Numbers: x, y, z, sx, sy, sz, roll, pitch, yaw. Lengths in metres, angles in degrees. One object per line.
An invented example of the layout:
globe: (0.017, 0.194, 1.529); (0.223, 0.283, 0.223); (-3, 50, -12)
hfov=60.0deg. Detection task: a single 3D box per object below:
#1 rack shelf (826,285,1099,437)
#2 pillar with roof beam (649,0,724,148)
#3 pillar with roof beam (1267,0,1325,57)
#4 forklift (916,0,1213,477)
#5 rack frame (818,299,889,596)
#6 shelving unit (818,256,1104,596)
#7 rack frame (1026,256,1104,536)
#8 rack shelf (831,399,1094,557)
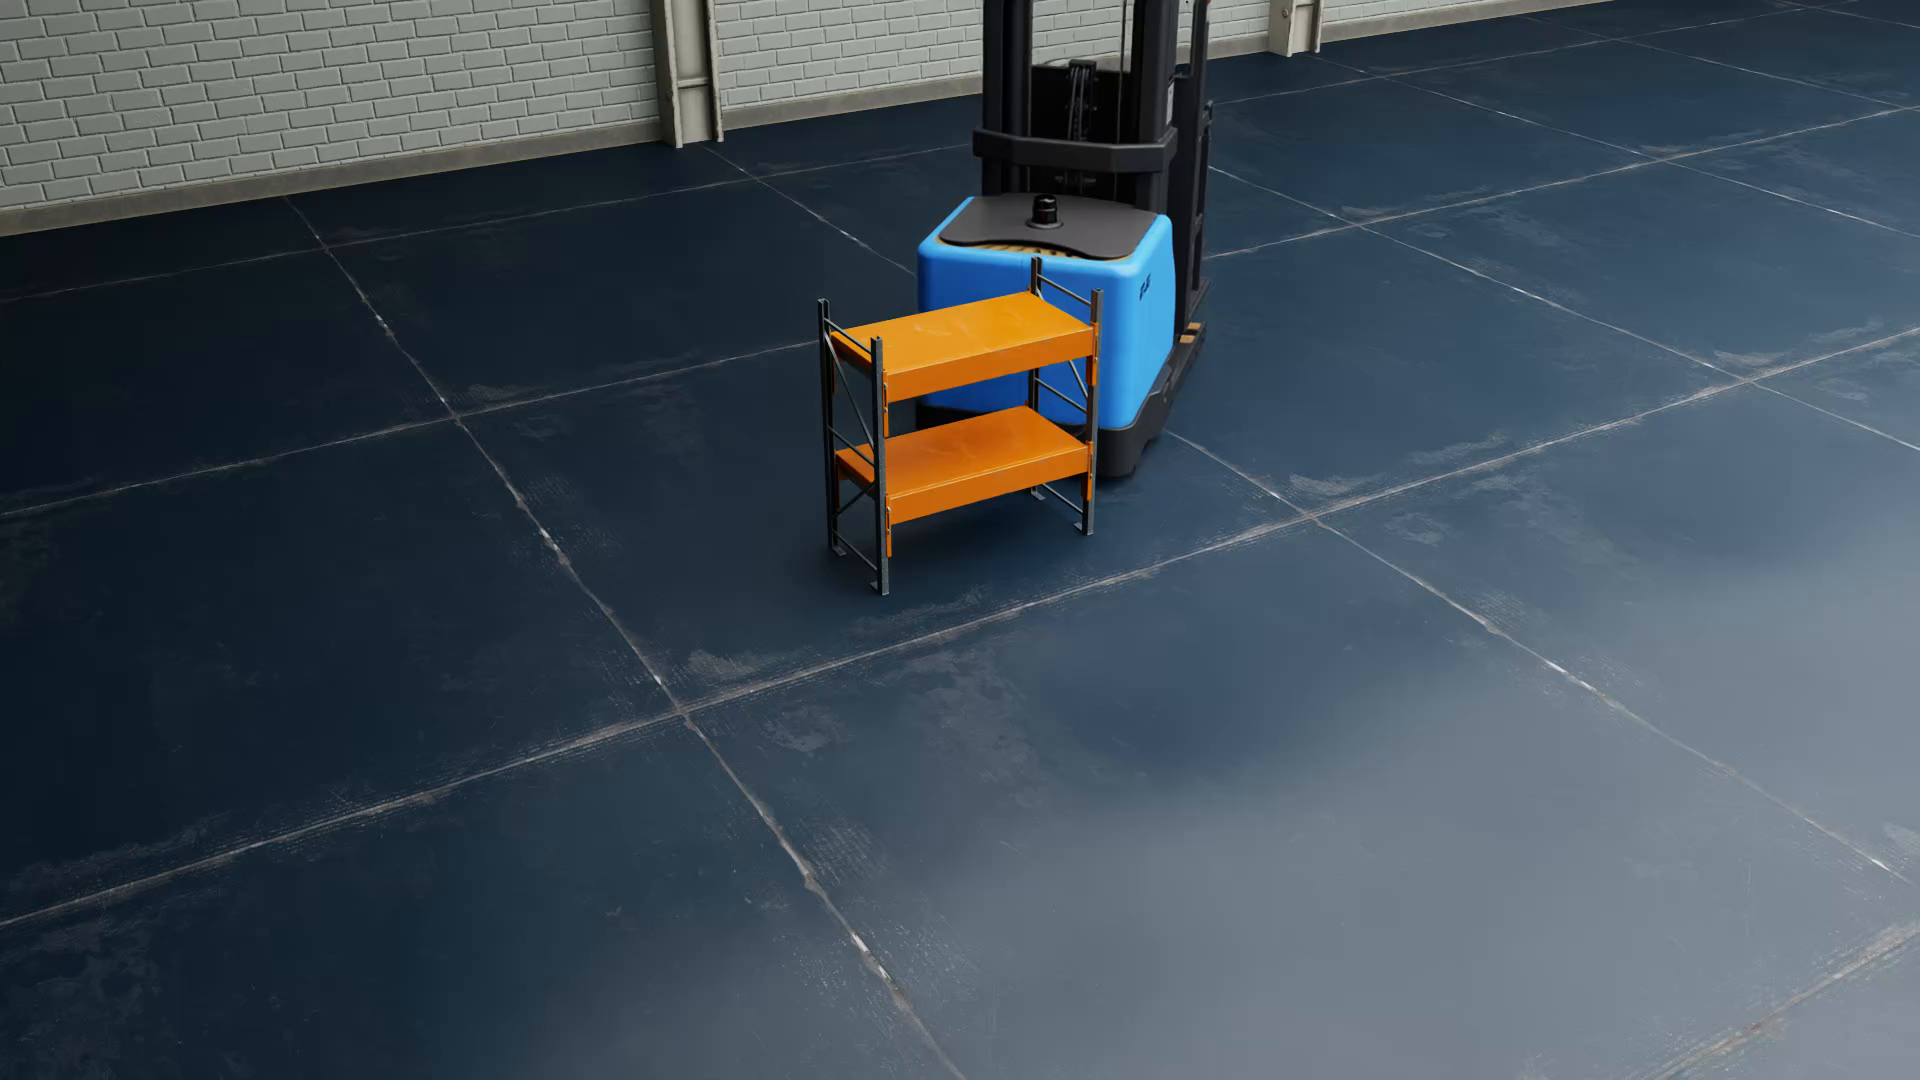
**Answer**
rack shelf: (0.006, -0.750, 6.840); (1.000, 0.278, 0.538); (-16, 33, -26)
pillar with roof beam: (0.113, -5.241, 7.434); (0.400, 9.000, 9.100); (-16, 33, -26)
pillar with roof beam: (5.286, -6.710, 10.095); (0.400, 9.000, 9.100); (-16, 33, -26)
forklift: (0.719, -2.270, 8.329); (1.130, 2.935, 3.031); (9, 30, 15)
rack frame: (-0.432, -0.370, 6.756); (0.032, 1.125, 0.500); (-16, 33, -26)
shelving unit: (0.006, -0.494, 6.981); (1.048, 1.125, 0.538); (-16, 33, -26)
rack frame: (0.444, -0.619, 7.207); (0.032, 1.125, 0.500); (-16, 33, -26)
rack shelf: (0.006, -0.280, 7.099); (1.000, 0.278, 0.538); (-16, 33, -26)
